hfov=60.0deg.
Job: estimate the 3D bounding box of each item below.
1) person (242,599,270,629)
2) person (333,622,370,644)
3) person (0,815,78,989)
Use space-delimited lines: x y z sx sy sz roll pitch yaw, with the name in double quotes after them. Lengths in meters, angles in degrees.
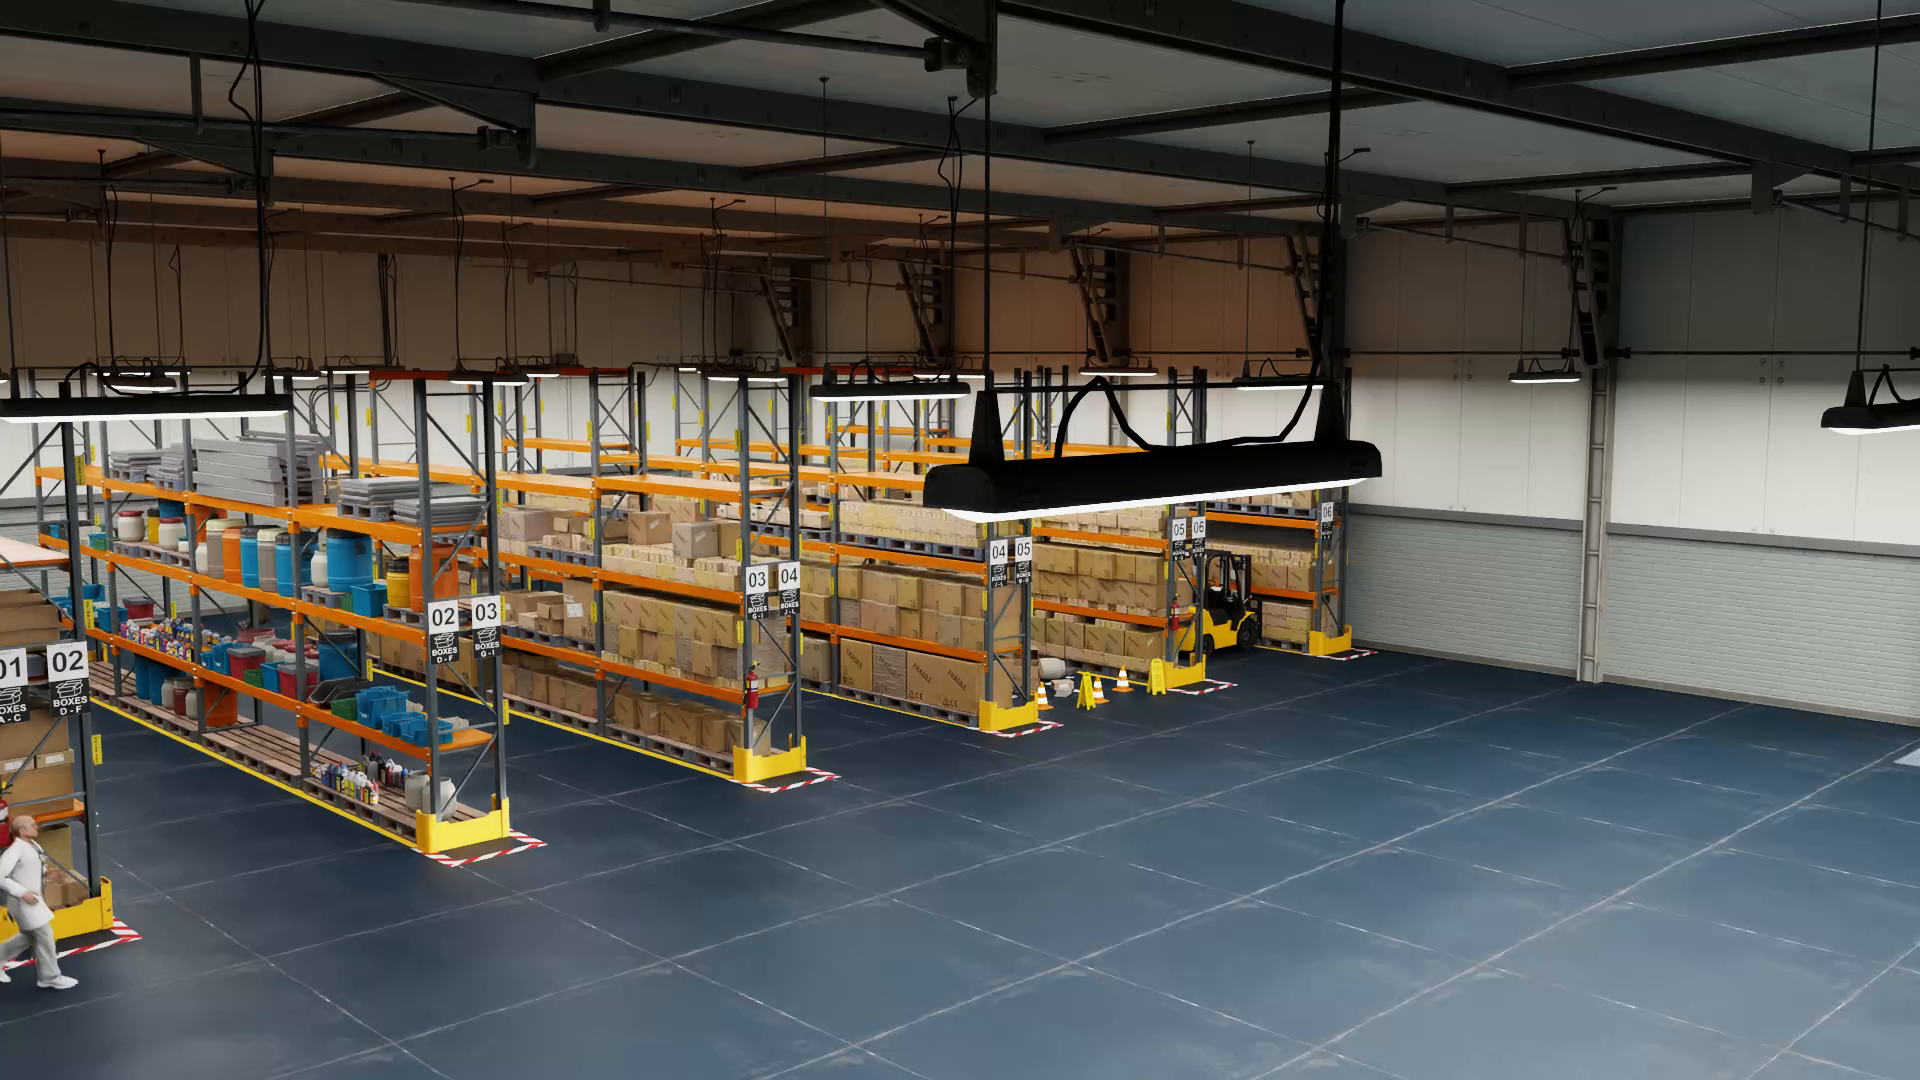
-15.574 1.404 36.799 0.604 1.559 0.759 0 6 2 "person"
-11.628 1.936 31.555 0.869 1.694 0.654 4 7 29 "person"
-9.284 3.600 16.453 0.911 1.785 0.728 -2 7 -19 "person"
